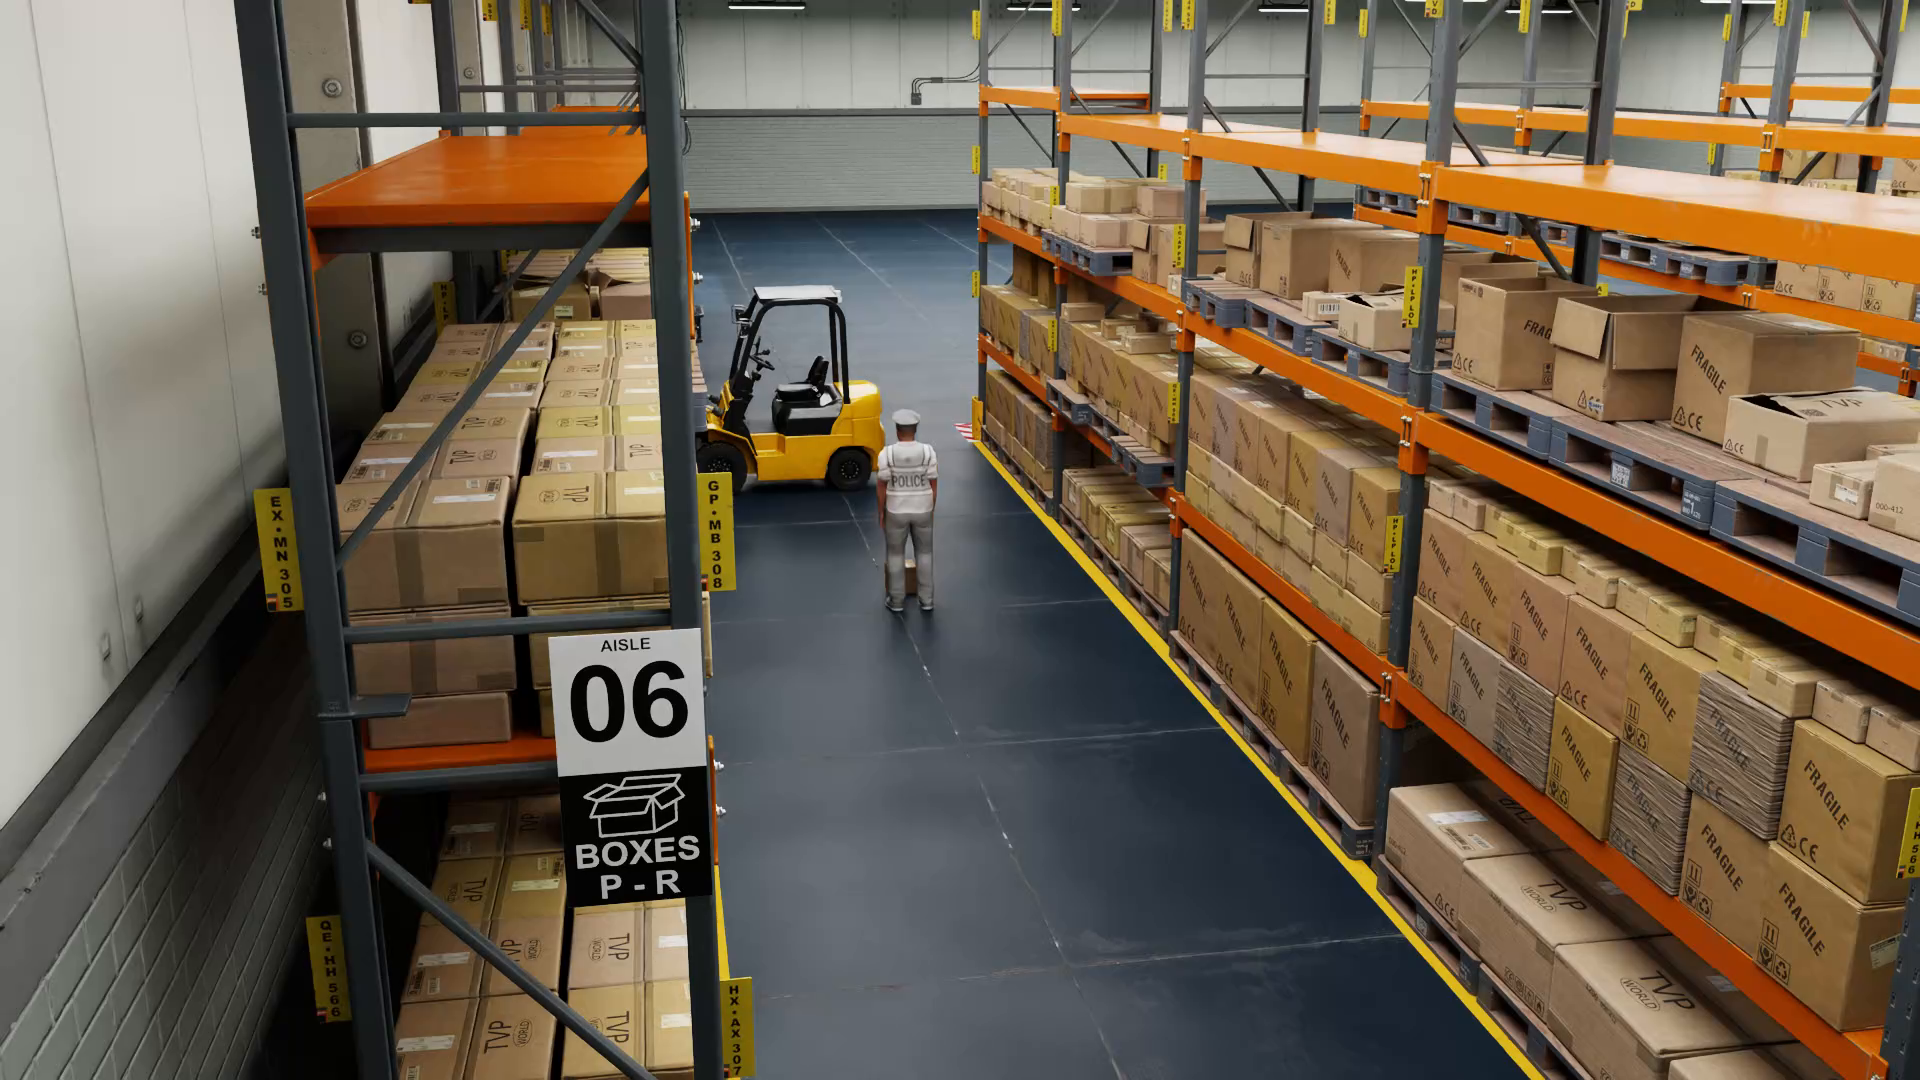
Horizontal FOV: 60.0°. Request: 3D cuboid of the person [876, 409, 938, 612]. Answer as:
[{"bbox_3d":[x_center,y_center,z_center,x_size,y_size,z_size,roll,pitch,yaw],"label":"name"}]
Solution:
[{"bbox_3d":[-0.462,-0.253,14.372,0.527,1.766,0.393,-3,16,-9],"label":"person"}]
